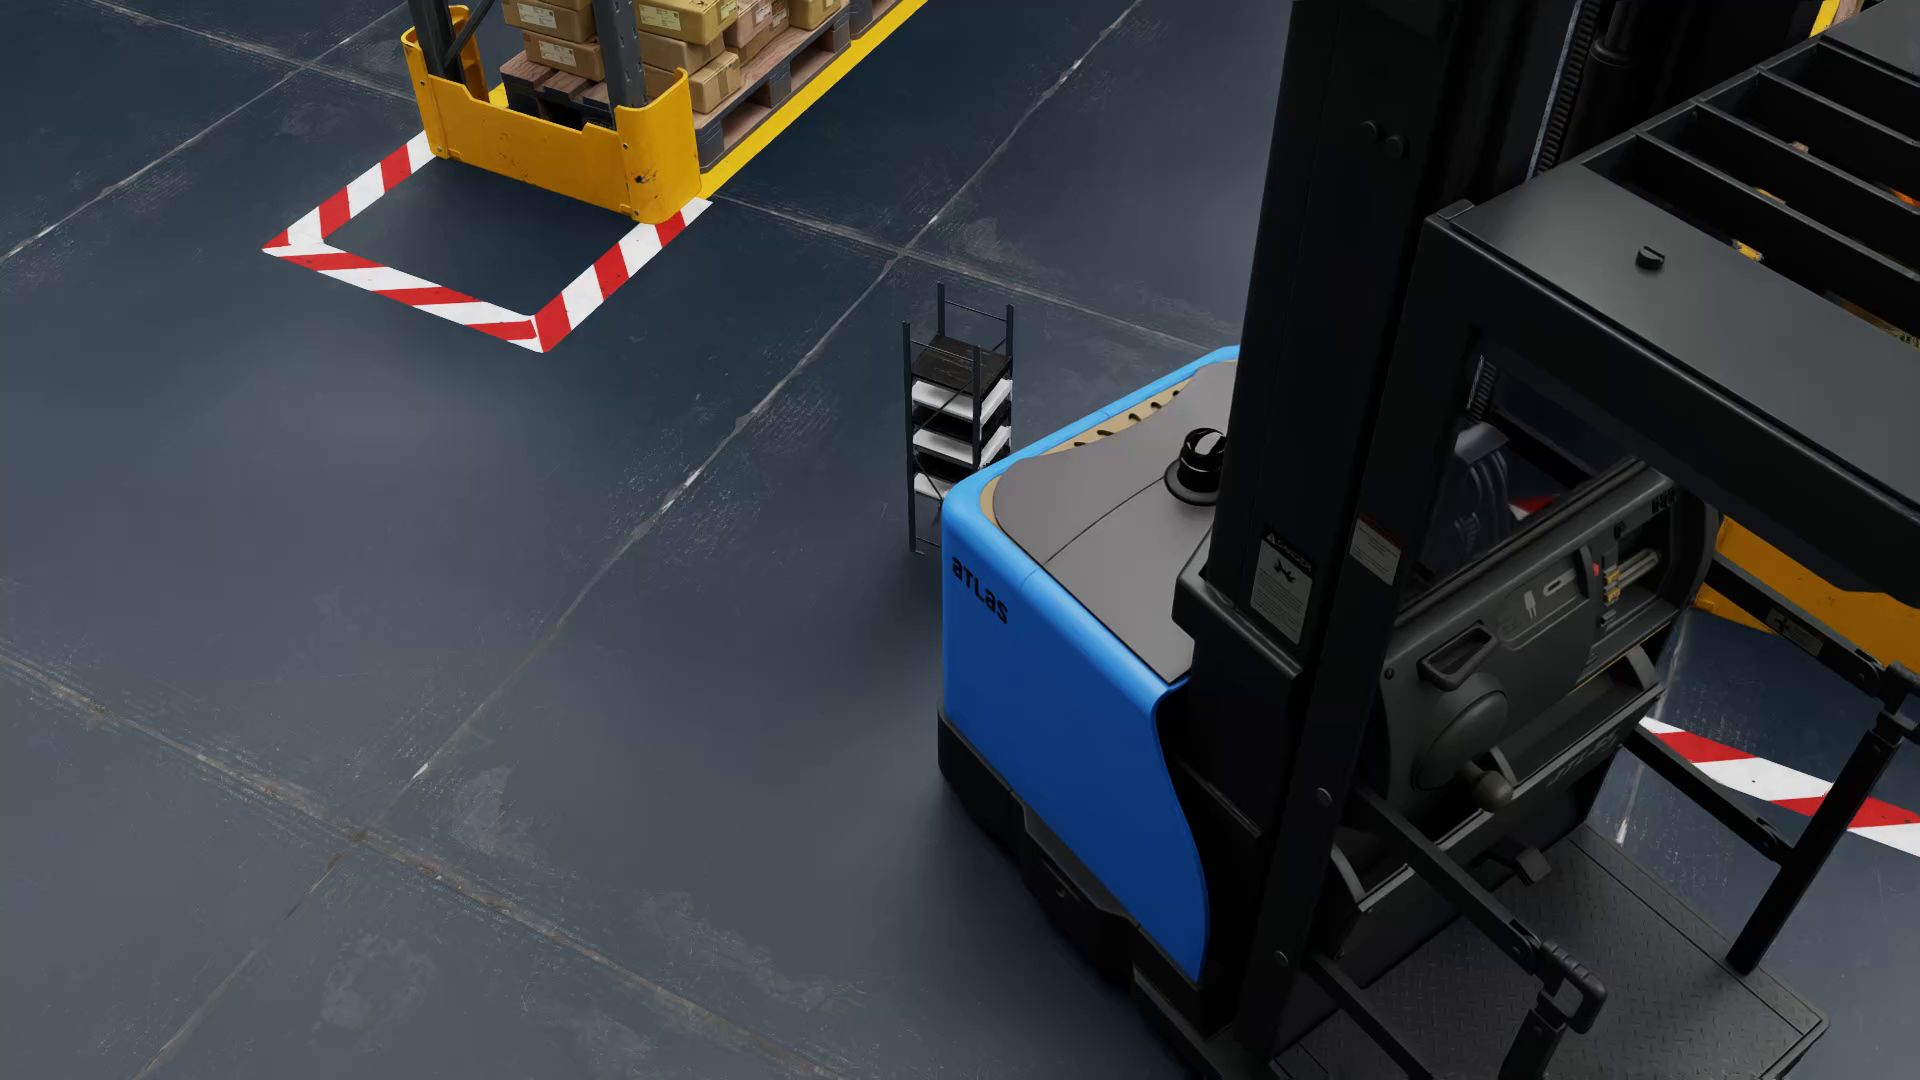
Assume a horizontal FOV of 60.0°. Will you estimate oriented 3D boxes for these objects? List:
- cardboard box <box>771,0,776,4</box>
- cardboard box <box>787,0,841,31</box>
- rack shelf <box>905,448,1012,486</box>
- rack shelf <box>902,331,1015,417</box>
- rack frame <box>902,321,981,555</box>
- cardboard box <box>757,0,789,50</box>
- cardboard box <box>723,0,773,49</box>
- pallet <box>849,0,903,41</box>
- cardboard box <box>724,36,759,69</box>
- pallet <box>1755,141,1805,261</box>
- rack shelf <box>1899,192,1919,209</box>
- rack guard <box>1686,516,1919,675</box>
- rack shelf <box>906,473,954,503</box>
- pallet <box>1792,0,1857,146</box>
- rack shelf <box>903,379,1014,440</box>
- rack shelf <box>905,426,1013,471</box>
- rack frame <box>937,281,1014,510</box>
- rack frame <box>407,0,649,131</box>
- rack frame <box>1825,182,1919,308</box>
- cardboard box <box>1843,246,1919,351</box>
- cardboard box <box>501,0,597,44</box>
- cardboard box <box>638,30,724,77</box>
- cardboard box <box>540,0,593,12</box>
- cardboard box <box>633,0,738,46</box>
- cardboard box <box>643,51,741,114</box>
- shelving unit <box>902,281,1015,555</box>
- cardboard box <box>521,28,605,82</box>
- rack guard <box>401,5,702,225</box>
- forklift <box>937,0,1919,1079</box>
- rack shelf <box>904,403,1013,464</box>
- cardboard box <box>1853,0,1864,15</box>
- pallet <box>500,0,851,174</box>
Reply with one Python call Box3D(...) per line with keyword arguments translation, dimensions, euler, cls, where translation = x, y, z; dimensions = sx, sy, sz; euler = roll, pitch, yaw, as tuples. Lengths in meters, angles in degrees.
Box3D(translation=(-0.957, -2.349, 6.962), dimensions=(0.380, 0.149, 0.250), euler=(21, 49, 20), cls="cardboard box")
Box3D(translation=(-0.740, -2.361, 7.184), dimensions=(0.380, 0.149, 0.250), euler=(21, 49, 20), cls="cardboard box")
Box3D(translation=(-0.004, -0.225, 5.013), dimensions=(0.258, 0.077, 0.200), euler=(20, 49, 19), cls="rack shelf")
Box3D(translation=(-0.004, -0.478, 4.757), dimensions=(0.258, 0.077, 0.200), euler=(20, 49, 19), cls="rack shelf")
Box3D(translation=(-0.051, -0.247, 4.862), dimensions=(0.240, 0.900, 0.006), euler=(20, 49, 19), cls="rack frame")
Box3D(translation=(-0.955, -2.236, 7.061), dimensions=(0.380, 0.149, 0.250), euler=(21, 49, 19), cls="cardboard box")
Box3D(translation=(-0.993, -2.165, 6.781), dimensions=(0.380, 0.149, 0.250), euler=(20, 49, 19), cls="cardboard box")
Box3D(translation=(-0.629, -2.849, 7.918), dimensions=(1.003, 0.211, 1.213), euler=(20, 49, 19), cls="pallet")
Box3D(translation=(-1.065, -2.078, 6.904), dimensions=(0.380, 0.149, 0.250), euler=(20, 49, 19), cls="cardboard box")
Box3D(translation=(3.575, -1.130, 6.218), dimensions=(1.003, 0.211, 1.213), euler=(20, 49, 19), cls="pallet")
Box3D(translation=(3.634, -1.822, 5.447), dimensions=(1.077, 0.370, 4.000), euler=(20, 49, 19), cls="rack shelf")
Box3D(translation=(2.695, 0.079, 4.820), dimensions=(1.175, 0.500, 0.348), euler=(20, 49, 19), cls="rack guard")
Box3D(translation=(-0.004, -0.161, 5.077), dimensions=(0.258, 0.077, 0.200), euler=(20, 49, 19), cls="rack shelf")
Box3D(translation=(4.140, -1.901, 6.981), dimensions=(1.003, 0.211, 1.213), euler=(20, 49, 19), cls="pallet")
Box3D(translation=(-0.004, -0.414, 4.821), dimensions=(0.258, 0.077, 0.200), euler=(20, 49, 19), cls="rack shelf")
Box3D(translation=(-0.004, -0.288, 4.949), dimensions=(0.258, 0.077, 0.200), euler=(20, 49, 19), cls="rack shelf")
Box3D(translation=(0.043, -0.375, 4.988), dimensions=(0.240, 0.900, 0.006), euler=(20, 49, 19), cls="rack frame")
Box3D(translation=(-1.640, -2.516, 5.628), dimensions=(1.000, 3.000, 0.127), euler=(20, 49, 19), cls="rack frame")
Box3D(translation=(2.706, -0.815, 3.946), dimensions=(1.000, 3.000, 0.127), euler=(20, 49, 19), cls="rack frame")
Box3D(translation=(2.932, -0.645, 4.977), dimensions=(0.875, 0.875, 0.875), euler=(20, 49, 19), cls="cardboard box")
Box3D(translation=(-1.648, -2.193, 6.808), dimensions=(0.380, 0.149, 0.250), euler=(19, 48, 18), cls="cardboard box")
Box3D(translation=(-1.170, -2.011, 6.629), dimensions=(0.380, 0.149, 0.250), euler=(22, 49, 21), cls="cardboard box")
Box3D(translation=(-1.619, -2.288, 6.693), dimensions=(0.380, 0.149, 0.250), euler=(21, 49, 19), cls="cardboard box")
Box3D(translation=(-1.096, -2.088, 6.496), dimensions=(0.380, 0.149, 0.250), euler=(18, 48, 17), cls="cardboard box")
Box3D(translation=(-1.114, -1.886, 6.714), dimensions=(0.380, 0.149, 0.250), euler=(21, 49, 20), cls="cardboard box")
Box3D(translation=(-0.004, -0.311, 4.925), dimensions=(0.258, 0.900, 0.210), euler=(20, 49, 19), cls="shelving unit")
Box3D(translation=(-1.581, -2.062, 6.888), dimensions=(0.380, 0.149, 0.250), euler=(21, 49, 20), cls="cardboard box")
Box3D(translation=(-1.605, -1.685, 6.564), dimensions=(1.175, 0.500, 0.348), euler=(20, 49, 19), cls="rack guard")
Box3D(translation=(1.223, 0.247, 2.945), dimensions=(1.130, 2.935, 3.031), euler=(-28, 52, -25), cls="forklift")
Box3D(translation=(-0.004, -0.351, 4.885), dimensions=(0.258, 0.077, 0.200), euler=(20, 49, 19), cls="rack shelf")
Box3D(translation=(4.186, -2.346, 6.658), dimensions=(0.875, 0.875, 0.875), euler=(20, 49, 19), cls="cardboard box")
Box3D(translation=(-1.197, -2.084, 7.161), dimensions=(1.003, 0.211, 1.213), euler=(20, 49, 19), cls="pallet")
